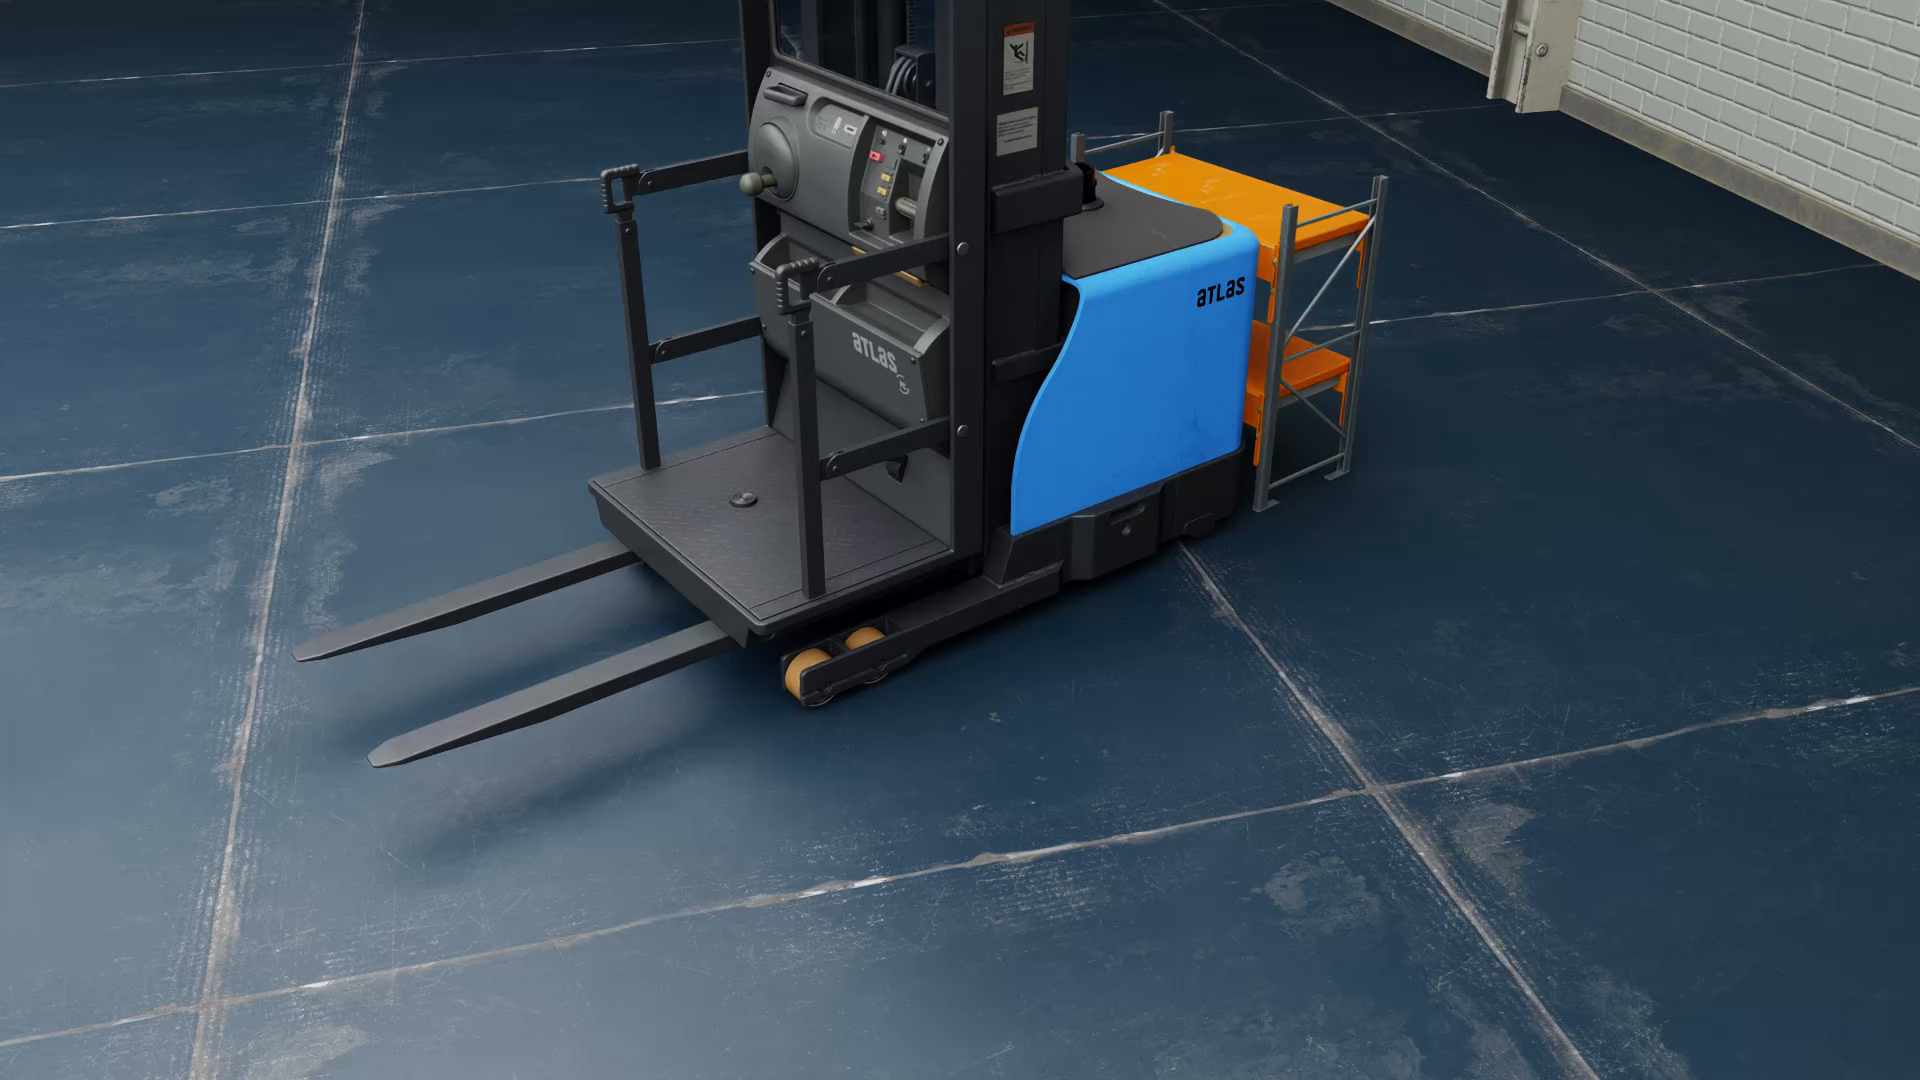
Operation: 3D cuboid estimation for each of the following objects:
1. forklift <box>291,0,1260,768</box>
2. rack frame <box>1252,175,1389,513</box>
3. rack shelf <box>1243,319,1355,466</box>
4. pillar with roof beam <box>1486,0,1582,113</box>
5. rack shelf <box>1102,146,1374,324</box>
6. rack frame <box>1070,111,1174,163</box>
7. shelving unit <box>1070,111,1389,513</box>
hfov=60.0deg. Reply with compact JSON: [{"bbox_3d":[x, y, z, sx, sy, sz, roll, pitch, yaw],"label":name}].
[{"bbox_3d":[-0.504,-1.079,4.688,3.031,2.935,1.130,-21,36,-31],"label":"forklift"},{"bbox_3d":[1.247,-0.667,5.779,0.500,1.125,0.032,-22,37,-33],"label":"rack frame"},{"bbox_3d":[0.928,-0.653,6.244,0.538,0.278,1.000,-22,37,-33],"label":"rack shelf"},{"bbox_3d":[-0.579,-6.090,7.288,9.100,9.000,0.400,-8,31,-13],"label":"pillar with roof beam"},{"bbox_3d":[0.928,-1.118,5.975,0.538,0.278,1.000,-22,37,-33],"label":"rack shelf"},{"bbox_3d":[0.608,-1.063,6.464,0.500,1.125,0.032,-22,37,-33],"label":"rack frame"},{"bbox_3d":[0.928,-0.865,6.122,0.538,1.125,1.048,-22,37,-33],"label":"shelving unit"}]
